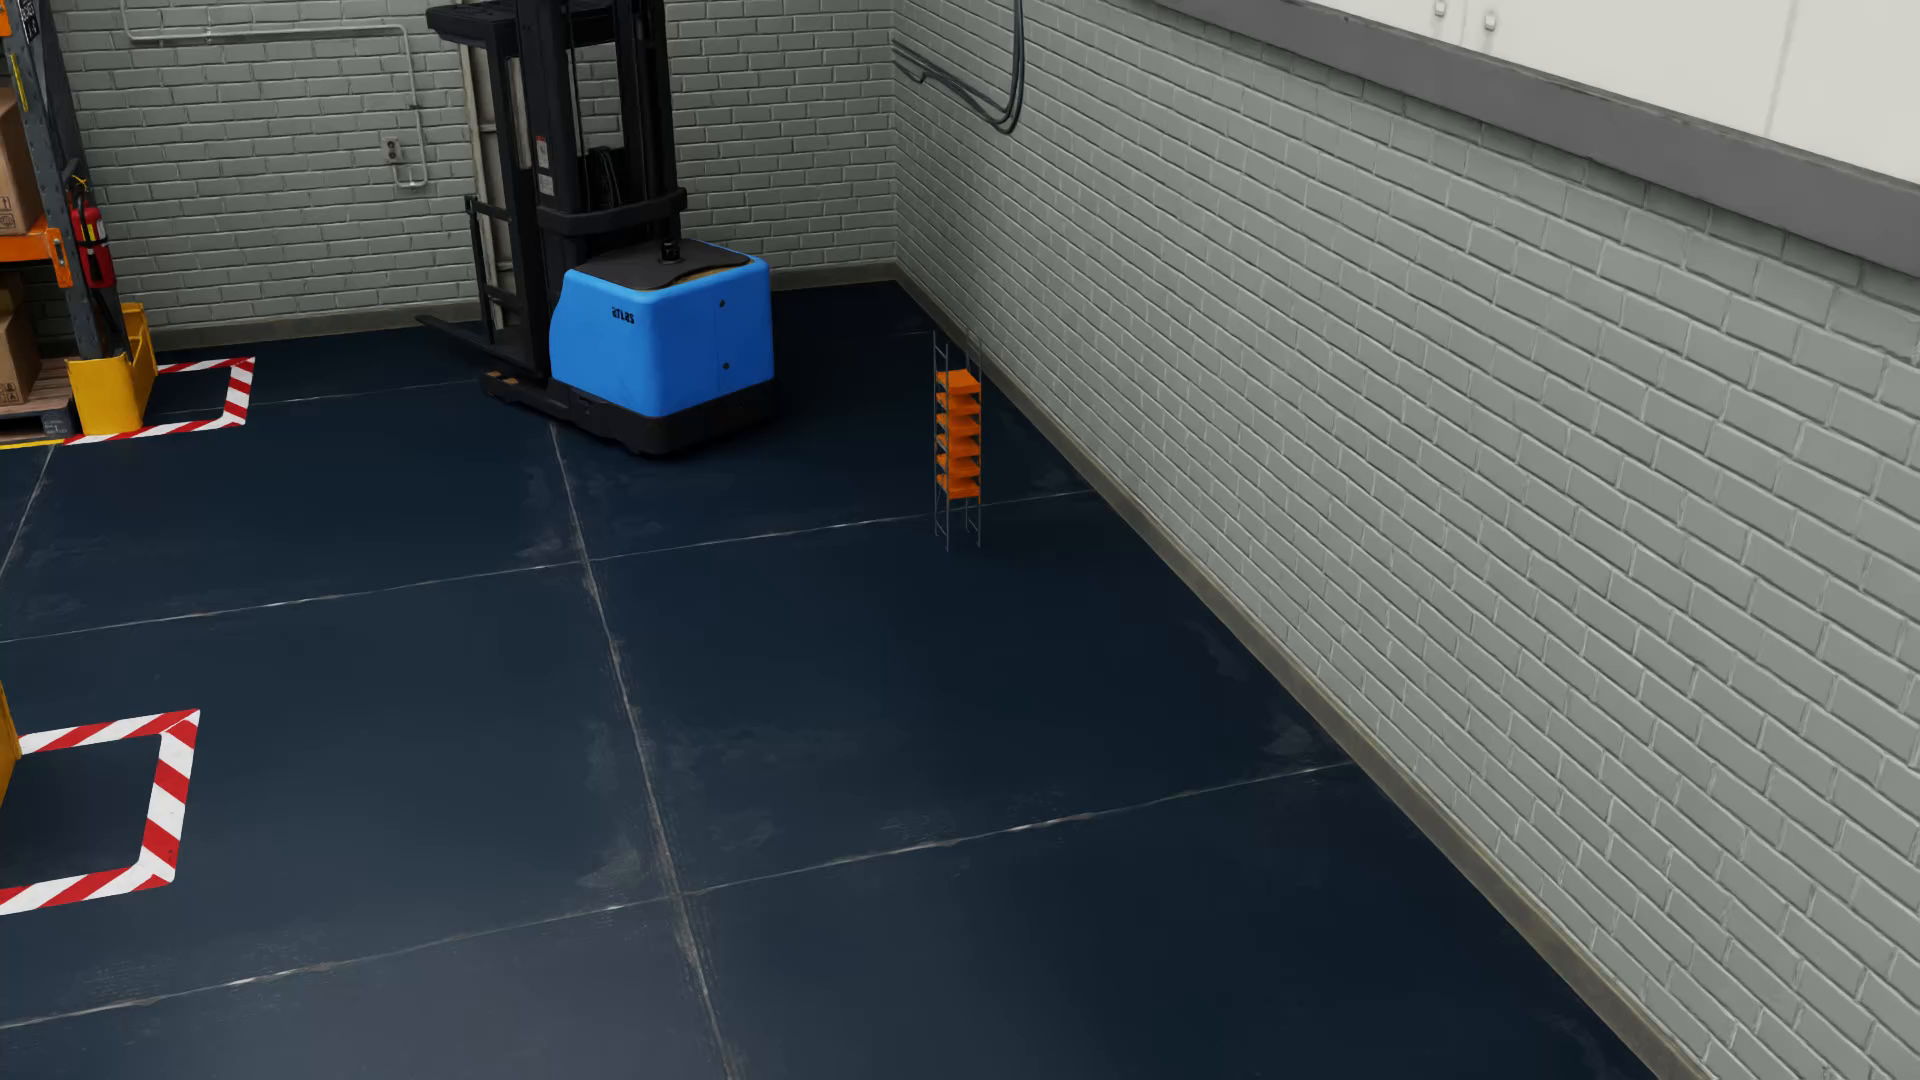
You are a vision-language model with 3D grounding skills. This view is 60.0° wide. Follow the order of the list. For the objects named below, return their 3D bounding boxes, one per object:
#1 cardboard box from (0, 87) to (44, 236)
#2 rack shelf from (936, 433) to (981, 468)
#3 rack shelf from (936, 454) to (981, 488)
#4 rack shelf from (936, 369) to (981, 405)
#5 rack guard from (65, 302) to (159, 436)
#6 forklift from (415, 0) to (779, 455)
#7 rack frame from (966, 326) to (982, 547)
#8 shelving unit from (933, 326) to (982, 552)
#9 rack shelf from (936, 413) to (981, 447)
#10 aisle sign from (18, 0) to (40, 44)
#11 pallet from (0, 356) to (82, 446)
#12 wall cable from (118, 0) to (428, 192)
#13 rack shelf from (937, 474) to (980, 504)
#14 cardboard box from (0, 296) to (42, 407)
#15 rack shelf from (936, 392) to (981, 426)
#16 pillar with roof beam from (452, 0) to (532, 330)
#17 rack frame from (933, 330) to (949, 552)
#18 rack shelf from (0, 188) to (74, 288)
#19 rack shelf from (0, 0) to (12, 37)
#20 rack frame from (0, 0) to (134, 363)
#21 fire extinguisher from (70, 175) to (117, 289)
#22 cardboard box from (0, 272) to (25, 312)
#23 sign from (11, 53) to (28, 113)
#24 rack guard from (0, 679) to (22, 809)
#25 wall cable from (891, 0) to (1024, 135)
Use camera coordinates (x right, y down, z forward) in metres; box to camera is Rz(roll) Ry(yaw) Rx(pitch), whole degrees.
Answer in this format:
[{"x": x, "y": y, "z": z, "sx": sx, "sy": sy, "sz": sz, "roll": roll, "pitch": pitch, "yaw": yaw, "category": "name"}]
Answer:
[{"x": -6.099, "y": -2.323, "z": 10.219, "sx": 0.700, "sy": 0.700, "sz": 0.980, "roll": -7, "pitch": 27, "yaw": -14, "category": "cardboard box"}, {"x": -0.014, "y": -0.496, "z": 8.999, "sx": 0.180, "sy": 0.103, "sz": 0.258, "roll": -8, "pitch": 28, "yaw": -16, "category": "rack shelf"}, {"x": -0.014, "y": -0.388, "z": 9.052, "sx": 0.180, "sy": 0.103, "sz": 0.258, "roll": -8, "pitch": 28, "yaw": -16, "category": "rack shelf"}, {"x": -0.014, "y": -0.818, "z": 8.839, "sx": 0.180, "sy": 0.103, "sz": 0.258, "roll": -8, "pitch": 28, "yaw": -16, "category": "rack shelf"}, {"x": -5.594, "y": -1.147, "z": 10.999, "sx": 0.348, "sy": 0.500, "sz": 1.175, "roll": -8, "pitch": 28, "yaw": -16, "category": "rack guard"}, {"x": -2.596, "y": -2.377, "z": 10.742, "sx": 3.031, "sy": 2.935, "sz": 1.130, "roll": 22, "pitch": 34, "yaw": 37, "category": "forklift"}, {"x": 0.073, "y": -0.548, "z": 9.005, "sx": 0.006, "sy": 1.200, "sz": 0.240, "roll": -8, "pitch": 28, "yaw": -16, "category": "rack frame"}, {"x": -0.014, "y": -0.535, "z": 8.979, "sx": 0.189, "sy": 1.200, "sz": 0.258, "roll": -8, "pitch": 28, "yaw": -16, "category": "shelving unit"}, {"x": -0.014, "y": -0.603, "z": 8.946, "sx": 0.180, "sy": 0.103, "sz": 0.258, "roll": -8, "pitch": 28, "yaw": -16, "category": "rack shelf"}, {"x": -5.455, "y": -3.311, "z": 9.623, "sx": 0.004, "sy": 0.787, "sz": 0.394, "roll": -8, "pitch": 28, "yaw": -16, "category": "aisle sign"}, {"x": -6.353, "y": -0.871, "z": 10.768, "sx": 1.213, "sy": 0.211, "sz": 1.003, "roll": -8, "pitch": 28, "yaw": -16, "category": "pallet"}, {"x": -4.692, "y": -3.295, "z": 11.371, "sx": 1.851, "sy": 1.984, "sz": 0.084, "roll": -8, "pitch": 28, "yaw": -16, "category": "wall cable"}, {"x": -0.014, "y": -0.281, "z": 9.106, "sx": 0.180, "sy": 0.103, "sz": 0.258, "roll": -8, "pitch": 28, "yaw": -16, "category": "rack shelf"}, {"x": -6.251, "y": -1.193, "z": 10.619, "sx": 0.500, "sy": 0.500, "sz": 0.700, "roll": -8, "pitch": 28, "yaw": -16, "category": "cardboard box"}, {"x": -0.014, "y": -0.711, "z": 8.892, "sx": 0.180, "sy": 0.103, "sz": 0.258, "roll": -8, "pitch": 28, "yaw": -16, "category": "rack shelf"}, {"x": -1.984, "y": -3.868, "z": 6.921, "sx": 0.400, "sy": 9.000, "sz": 9.100, "roll": -8, "pitch": 28, "yaw": -16, "category": "pillar with roof beam"}, {"x": -0.101, "y": -0.523, "z": 8.954, "sx": 0.006, "sy": 1.200, "sz": 0.240, "roll": -8, "pitch": 28, "yaw": -16, "category": "rack frame"}, {"x": -7.518, "y": -1.666, "z": 10.041, "sx": 4.000, "sy": 0.370, "sz": 1.077, "roll": -8, "pitch": 28, "yaw": -16, "category": "rack shelf"}, {"x": -7.518, "y": -3.009, "z": 9.374, "sx": 4.000, "sy": 0.370, "sz": 1.077, "roll": -8, "pitch": 28, "yaw": -16, "category": "rack shelf"}, {"x": -5.617, "y": -2.264, "z": 10.436, "sx": 0.127, "sy": 3.000, "sz": 1.000, "roll": -8, "pitch": 28, "yaw": -16, "category": "rack frame"}, {"x": -5.330, "y": -1.888, "z": 10.185, "sx": 0.183, "sy": 0.674, "sz": 0.296, "roll": -8, "pitch": 28, "yaw": -16, "category": "fire extinguisher"}, {"x": -6.195, "y": -1.586, "z": 10.680, "sx": 0.250, "sy": 0.149, "sz": 0.380, "roll": -8, "pitch": 28, "yaw": -16, "category": "cardboard box"}, {"x": -5.462, "y": -2.657, "z": 9.660, "sx": 0.005, "sy": 0.325, "sz": 0.100, "roll": -8, "pitch": 28, "yaw": -16, "category": "sign"}, {"x": -4.151, "y": 0.960, "z": 6.753, "sx": 0.348, "sy": 0.500, "sz": 1.175, "roll": -8, "pitch": 28, "yaw": -16, "category": "rack guard"}, {"x": -0.128, "y": -4.188, "z": 11.057, "sx": 0.112, "sy": 2.526, "sz": 3.097, "roll": -8, "pitch": 28, "yaw": -16, "category": "wall cable"}]
